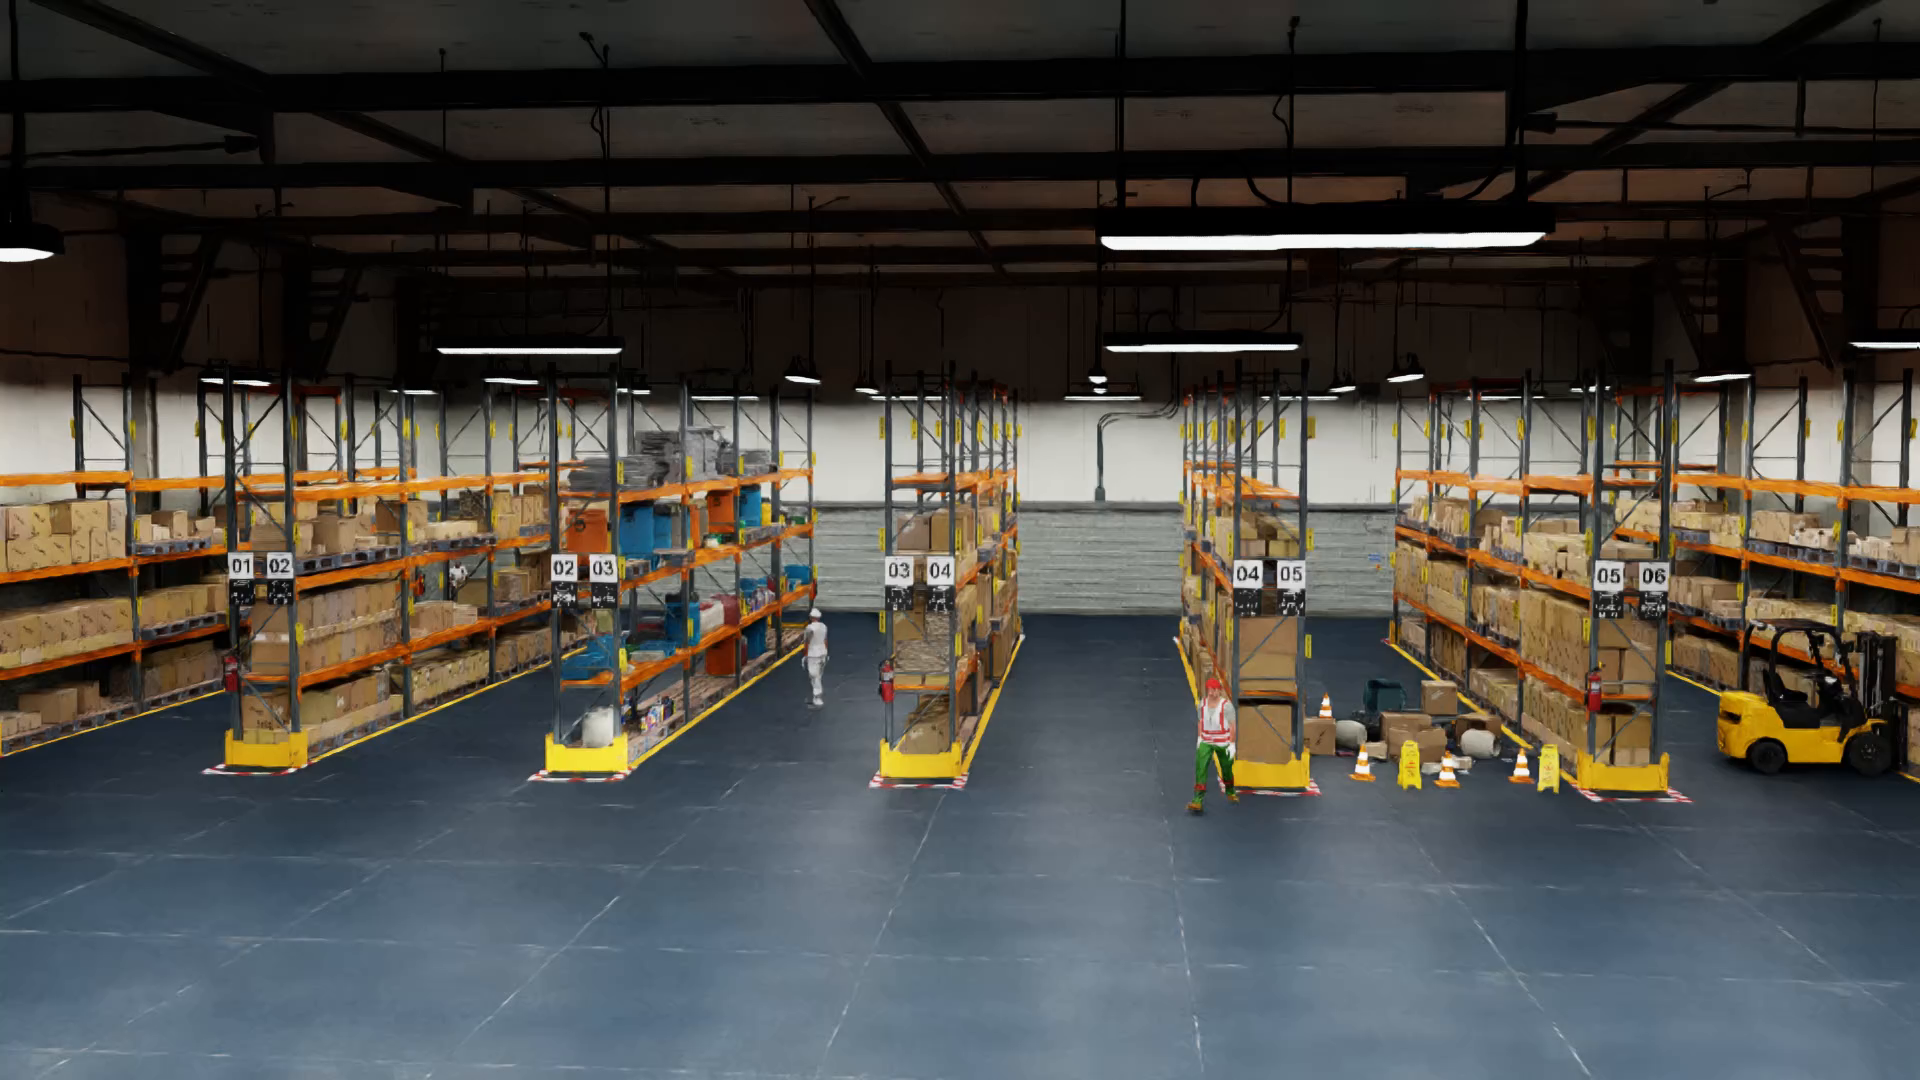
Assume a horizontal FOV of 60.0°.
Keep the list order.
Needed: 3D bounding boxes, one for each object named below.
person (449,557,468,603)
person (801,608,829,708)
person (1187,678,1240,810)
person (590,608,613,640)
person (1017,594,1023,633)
[{"bbox_3d":[-13.457,1.252,44.715,0.621,1.613,0.782,-1,4,-17],"label":"person"},{"bbox_3d":[-2.633,2.118,30.081,0.569,1.786,0.653,3,5,34],"label":"person"},{"bbox_3d":[3.382,2.692,22.084,0.590,1.747,0.984,2,4,27],"label":"person"},{"bbox_3d":[-7.478,1.904,34.940,0.598,1.619,0.507,0,4,3],"label":"person"},{"bbox_3d":[1.274,1.481,41.032,0.550,1.667,0.520,-2,4,-30],"label":"person"}]
